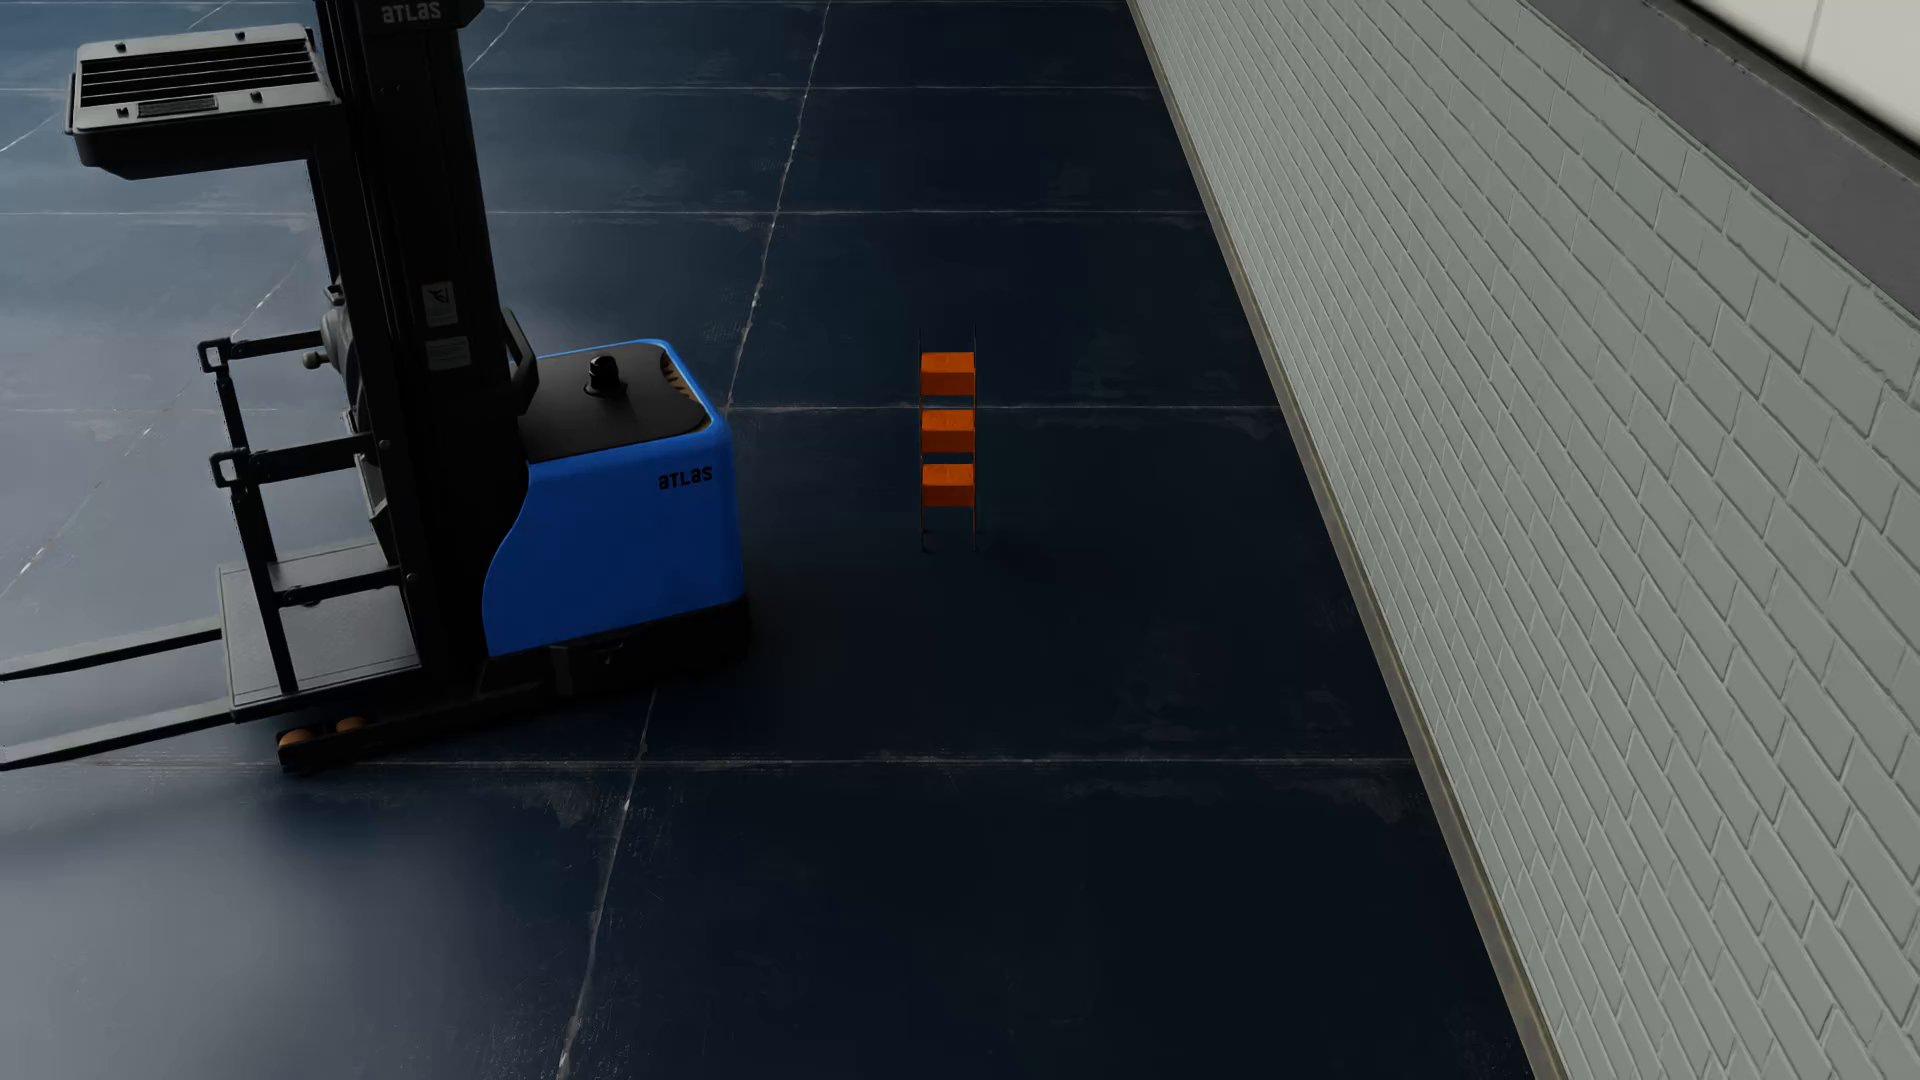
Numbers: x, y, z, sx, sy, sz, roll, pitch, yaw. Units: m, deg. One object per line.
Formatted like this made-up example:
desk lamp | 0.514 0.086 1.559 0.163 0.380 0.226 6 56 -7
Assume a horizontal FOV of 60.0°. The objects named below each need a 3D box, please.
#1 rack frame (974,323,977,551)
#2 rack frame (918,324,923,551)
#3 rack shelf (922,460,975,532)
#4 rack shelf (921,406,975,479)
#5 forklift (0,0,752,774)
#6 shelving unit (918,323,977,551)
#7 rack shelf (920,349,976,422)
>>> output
rack frame | 0.068 -0.449 7.478 0.008 1.050 0.200 0 31 0
rack frame | -0.176 -0.448 7.477 0.008 1.050 0.200 0 31 0
rack shelf | -0.054 -0.202 7.627 0.240 0.259 0.215 0 31 0
rack shelf | -0.054 -0.440 7.483 0.240 0.259 0.215 0 31 0
forklift | -2.431 -0.682 6.048 3.031 2.935 1.130 -13 34 -20
shelving unit | -0.054 -0.449 7.477 0.252 1.050 0.215 0 31 0
rack shelf | -0.054 -0.682 7.336 0.240 0.259 0.215 0 31 0
